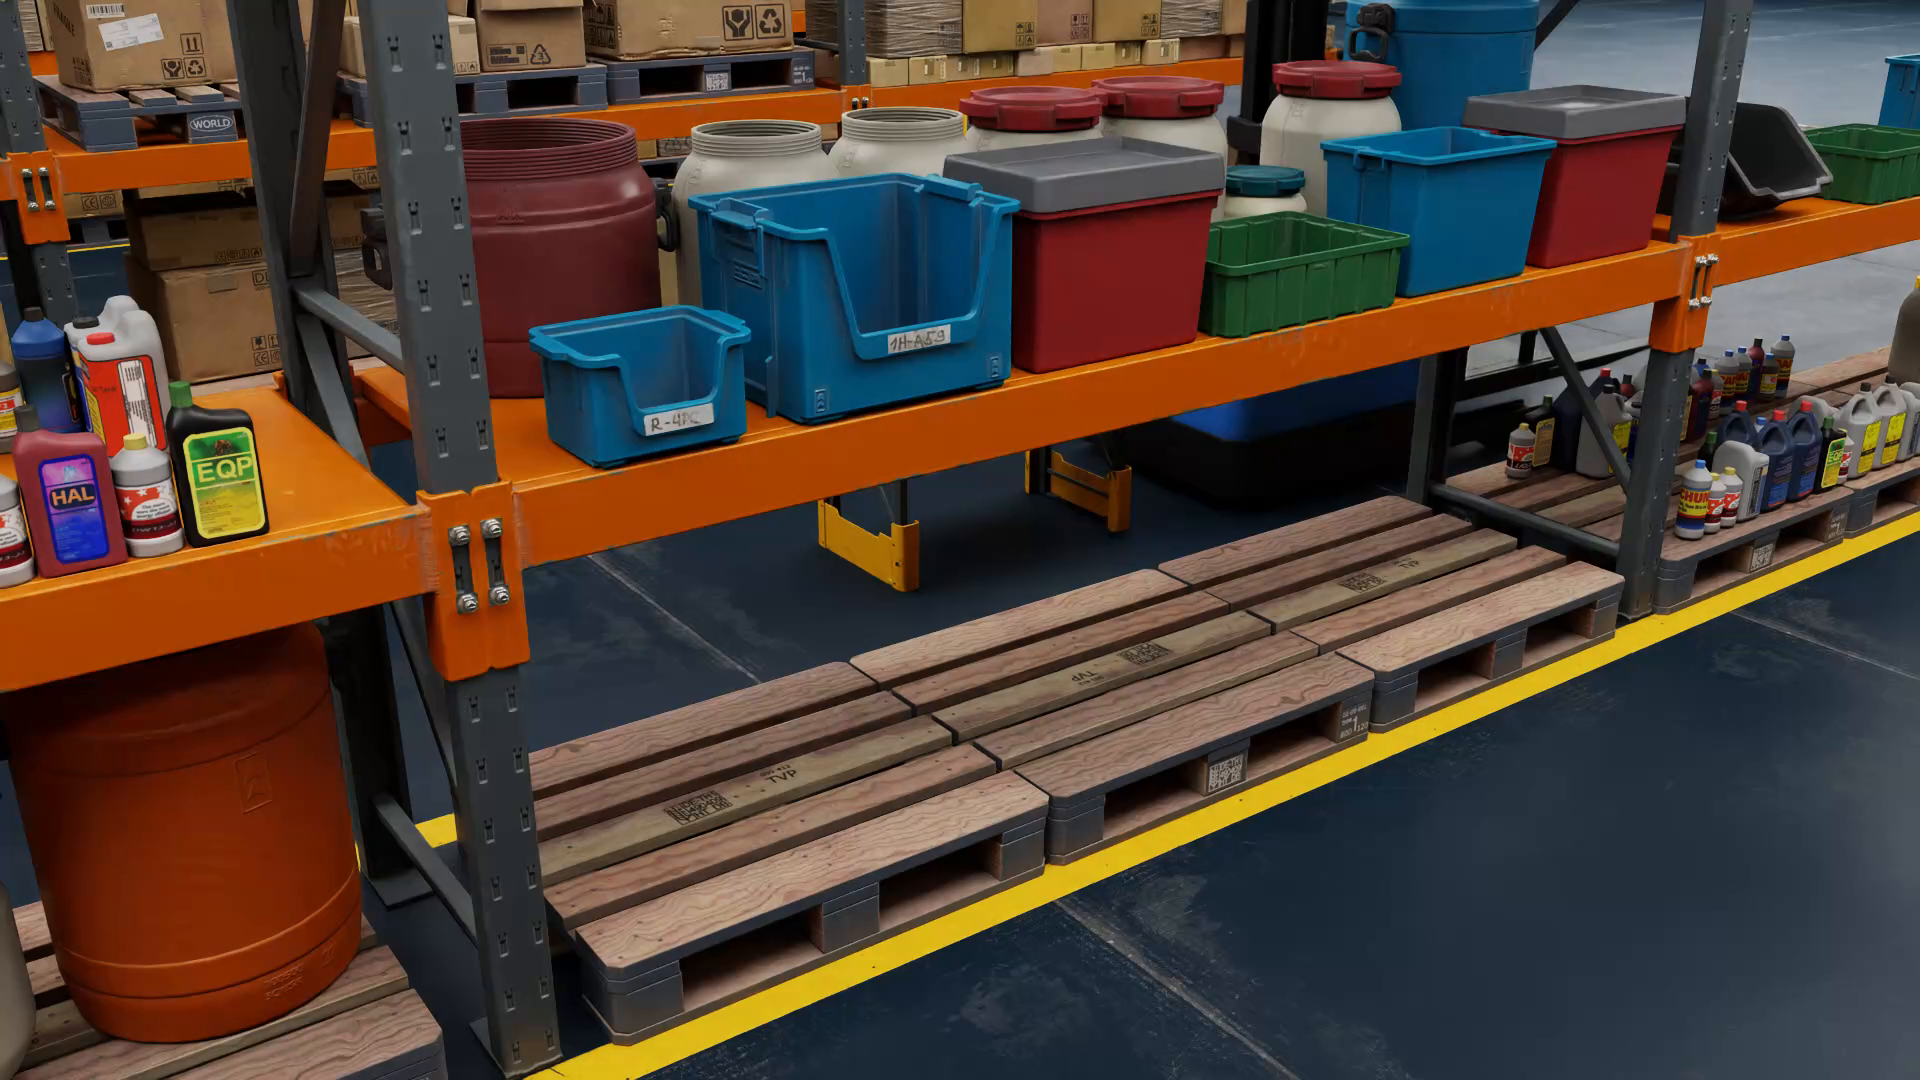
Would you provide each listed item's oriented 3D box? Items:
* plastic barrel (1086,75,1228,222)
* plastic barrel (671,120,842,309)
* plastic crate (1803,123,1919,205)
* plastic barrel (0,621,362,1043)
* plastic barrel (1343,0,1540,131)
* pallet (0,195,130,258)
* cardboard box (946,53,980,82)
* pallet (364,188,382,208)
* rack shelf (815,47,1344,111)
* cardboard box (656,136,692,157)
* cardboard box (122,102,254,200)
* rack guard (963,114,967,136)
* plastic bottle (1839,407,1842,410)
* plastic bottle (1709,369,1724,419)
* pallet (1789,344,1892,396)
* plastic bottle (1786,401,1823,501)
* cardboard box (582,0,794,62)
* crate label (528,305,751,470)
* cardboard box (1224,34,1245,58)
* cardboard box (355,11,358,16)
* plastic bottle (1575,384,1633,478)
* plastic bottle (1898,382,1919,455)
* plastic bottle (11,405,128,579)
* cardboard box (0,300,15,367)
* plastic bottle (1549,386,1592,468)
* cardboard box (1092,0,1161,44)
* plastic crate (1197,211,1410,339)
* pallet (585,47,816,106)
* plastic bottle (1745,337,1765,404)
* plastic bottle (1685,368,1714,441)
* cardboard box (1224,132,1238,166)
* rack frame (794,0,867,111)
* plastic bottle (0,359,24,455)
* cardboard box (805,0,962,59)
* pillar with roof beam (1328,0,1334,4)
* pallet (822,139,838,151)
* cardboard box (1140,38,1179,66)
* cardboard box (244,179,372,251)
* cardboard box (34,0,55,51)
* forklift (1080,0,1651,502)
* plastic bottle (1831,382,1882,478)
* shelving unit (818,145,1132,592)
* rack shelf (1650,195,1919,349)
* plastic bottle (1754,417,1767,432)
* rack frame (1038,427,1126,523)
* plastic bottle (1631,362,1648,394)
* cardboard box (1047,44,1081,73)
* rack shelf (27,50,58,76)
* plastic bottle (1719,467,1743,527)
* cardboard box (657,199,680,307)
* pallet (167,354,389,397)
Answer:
[{"bbox_3d":[0.550,-1.037,4.763,0.433,0.535,0.433,0,22,0],"label":"plastic barrel"},{"bbox_3d":[-0.487,-0.746,4.069,0.421,0.512,0.421,0,22,0],"label":"plastic barrel"},{"bbox_3d":[3.317,-1.384,6.103,0.662,0.188,0.450,-15,26,-33],"label":"plastic crate"},{"bbox_3d":[-1.584,0.516,3.416,0.708,0.830,0.600,-15,26,-33],"label":"plastic barrel"},{"bbox_3d":[1.559,-1.514,5.466,0.708,0.901,0.600,-15,26,-33],"label":"plastic barrel"},{"bbox_3d":[-6.220,-2.265,11.786,1.213,0.211,1.003,-15,26,-33],"label":"pallet"},{"bbox_3d":[-0.095,-2.715,9.493,0.250,0.149,0.380,-15,26,-33],"label":"cardboard box"},{"bbox_3d":[-4.240,-2.793,13.110,1.213,0.211,1.003,-15,26,-33],"label":"pallet"},{"bbox_3d":[0.781,-2.862,10.492,4.000,0.370,1.077,-15,26,-33],"label":"rack shelf"},{"bbox_3d":[-2.376,-3.797,14.165,0.875,0.875,0.875,-15,26,-32],"label":"cardboard box"},{"bbox_3d":[-5.650,-2.857,11.977,0.750,0.750,1.050,-14,26,-32],"label":"cardboard box"},{"bbox_3d":[-0.391,-3.987,15.715,0.348,0.500,1.175,-15,26,-33],"label":"rack guard"},{"bbox_3d":[3.491,-0.428,6.603,0.097,0.201,0.097,0,22,0],"label":"plastic bottle"},{"bbox_3d":[3.203,-0.628,7.104,0.097,0.201,0.097,0,22,0],"label":"plastic bottle"},{"bbox_3d":[4.600,-0.639,7.713,1.213,0.211,1.003,-15,26,-33],"label":"pallet"},{"bbox_3d":[3.101,-0.338,6.177,0.185,0.351,0.144,-16,27,-35],"label":"plastic bottle"},{"bbox_3d":[-1.569,-3.107,8.760,1.000,1.000,1.000,-15,26,-33],"label":"cardboard box"},{"bbox_3d":[-0.636,-0.308,3.347,0.416,0.233,0.303,-15,26,-33],"label":"crate label"},{"bbox_3d":[1.705,-3.216,10.747,0.250,0.149,0.380,-15,26,-33],"label":"cardboard box"},{"bbox_3d":[-2.894,-2.472,8.160,0.258,0.266,0.396,-16,27,-34],"label":"cardboard box"},{"bbox_3d":[2.489,-0.430,6.407,0.185,0.351,0.144,-15,26,-33],"label":"plastic bottle"},{"bbox_3d":[3.842,-0.503,6.690,0.135,0.276,0.152,-15,26,-32],"label":"plastic bottle"},{"bbox_3d":[-1.464,-0.087,2.726,0.133,0.283,0.061,-15,26,-33],"label":"plastic bottle"},{"bbox_3d":[-4.662,-0.963,7.062,0.875,0.875,1.225,-16,27,-35],"label":"cardboard box"},{"bbox_3d":[2.404,-0.473,6.516,0.185,0.351,0.144,-16,27,-34],"label":"plastic bottle"},{"bbox_3d":[0.762,-3.359,10.230,0.500,0.500,0.875,-15,26,-33],"label":"cardboard box"},{"bbox_3d":[0.801,-0.713,4.422,0.662,0.188,0.450,-15,26,-33],"label":"plastic crate"},{"bbox_3d":[-1.548,-2.553,9.005,1.213,0.211,1.003,-15,26,-33],"label":"pallet"},{"bbox_3d":[3.449,-0.740,7.274,0.133,0.283,0.061,-14,26,-32],"label":"plastic bottle"},{"bbox_3d":[3.019,-0.556,6.813,0.133,0.283,0.061,-15,26,-33],"label":"plastic bottle"},{"bbox_3d":[1.888,-2.533,11.503,0.500,0.500,0.500,-10,24,-23],"label":"cardboard box"},{"bbox_3d":[-0.843,-2.763,9.274,0.127,3.000,1.000,-15,26,-33],"label":"rack frame"},{"bbox_3d":[-1.926,-0.281,3.321,0.097,0.201,0.097,0,22,0],"label":"plastic bottle"},{"bbox_3d":[-0.441,-3.027,9.398,0.500,0.500,0.875,-15,26,-33],"label":"cardboard box"},{"bbox_3d":[9.749,-13.611,28.364,0.400,9.000,9.100,-15,26,-33],"label":"pillar with roof beam"},{"bbox_3d":[-1.014,-3.651,15.262,1.213,0.211,1.003,-15,26,-33],"label":"pallet"},{"bbox_3d":[1.137,-3.032,10.287,0.250,0.149,0.380,-15,26,-33],"label":"cardboard box"},{"bbox_3d":[-3.139,-1.561,8.029,0.500,0.250,0.500,-12,25,-27],"label":"cardboard box"},{"bbox_3d":[-5.971,-3.585,11.198,0.500,0.500,0.500,-15,26,-33],"label":"cardboard box"},{"bbox_3d":[2.027,-1.920,7.253,3.031,2.935,1.130,-14,26,-32],"label":"forklift"},{"bbox_3d":[3.446,-0.430,6.407,0.185,0.351,0.144,-15,26,-33],"label":"plastic bottle"},{"bbox_3d":[0.062,-0.713,6.160,1.083,1.500,0.587,-15,26,-33],"label":"shelving unit"},{"bbox_3d":[3.673,-1.372,6.758,4.000,0.370,1.077,-15,26,-33],"label":"rack shelf"},{"bbox_3d":[2.995,-0.328,6.259,0.097,0.271,0.097,0,22,0],"label":"plastic bottle"},{"bbox_3d":[0.482,-0.825,6.440,0.032,1.500,0.500,-15,26,-33],"label":"rack frame"},{"bbox_3d":[2.822,-0.585,6.795,0.185,0.351,0.144,-15,26,-33],"label":"plastic bottle"},{"bbox_3d":[0.508,-2.881,9.907,0.250,0.149,0.380,-15,26,-33],"label":"cardboard box"},{"bbox_3d":[-5.281,-3.510,12.117,4.000,0.370,1.077,-15,26,-33],"label":"rack shelf"},{"bbox_3d":[2.730,-0.159,5.930,0.097,0.201,0.097,0,22,0],"label":"plastic bottle"},{"bbox_3d":[-1.752,-1.583,9.095,0.500,0.500,0.700,-15,26,-33],"label":"cardboard box"},{"bbox_3d":[-3.454,-0.771,8.044,1.213,0.211,1.003,-15,26,-33],"label":"pallet"}]
